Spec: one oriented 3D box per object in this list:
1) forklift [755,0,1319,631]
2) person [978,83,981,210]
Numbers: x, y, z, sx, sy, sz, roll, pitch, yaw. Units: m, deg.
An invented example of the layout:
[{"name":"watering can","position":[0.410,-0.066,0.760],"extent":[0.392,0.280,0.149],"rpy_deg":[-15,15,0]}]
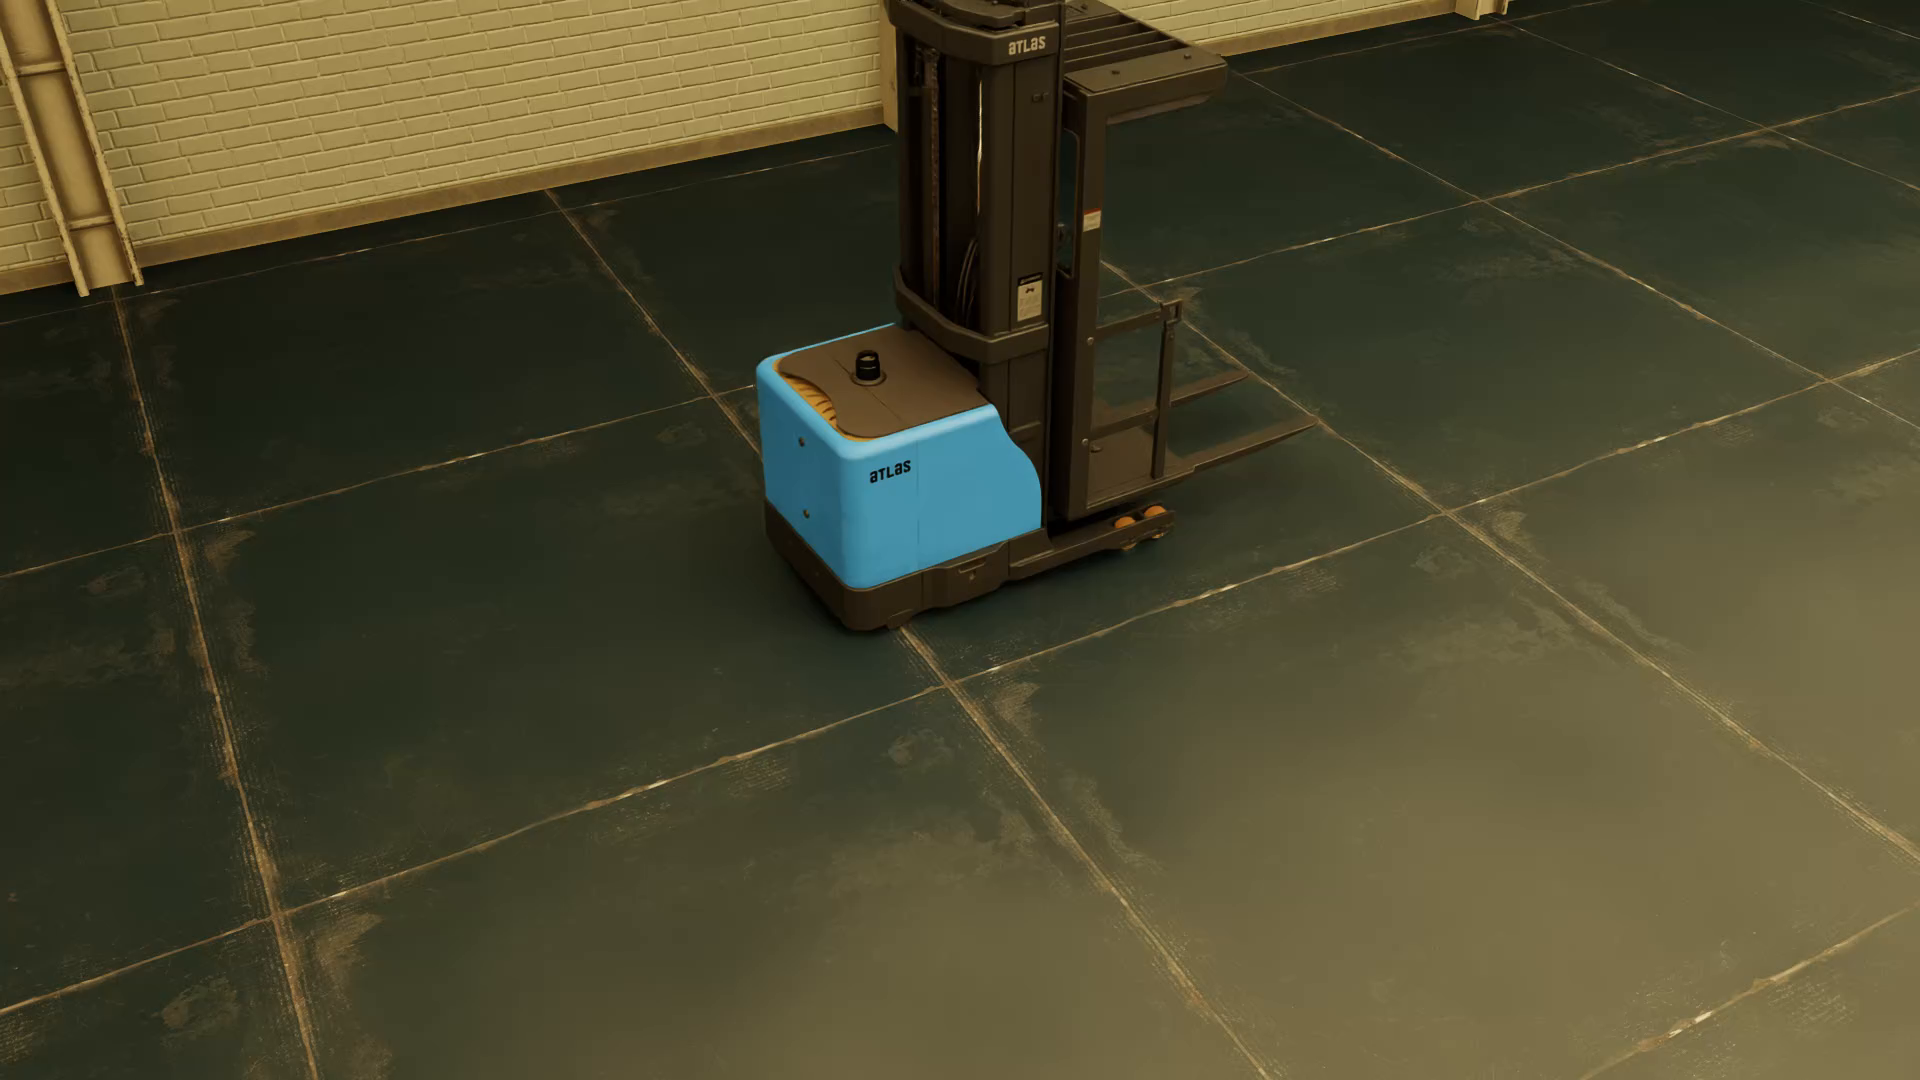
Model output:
[{"name":"forklift","position":[0.524,-1.391,8.090],"extent":[3.031,2.935,1.130],"rpy_deg":[-19,40,-25]},{"name":"person","position":[0.132,-2.515,10.798],"extent":[0.468,1.651,0.684],"rpy_deg":[-5,36,-8]}]
